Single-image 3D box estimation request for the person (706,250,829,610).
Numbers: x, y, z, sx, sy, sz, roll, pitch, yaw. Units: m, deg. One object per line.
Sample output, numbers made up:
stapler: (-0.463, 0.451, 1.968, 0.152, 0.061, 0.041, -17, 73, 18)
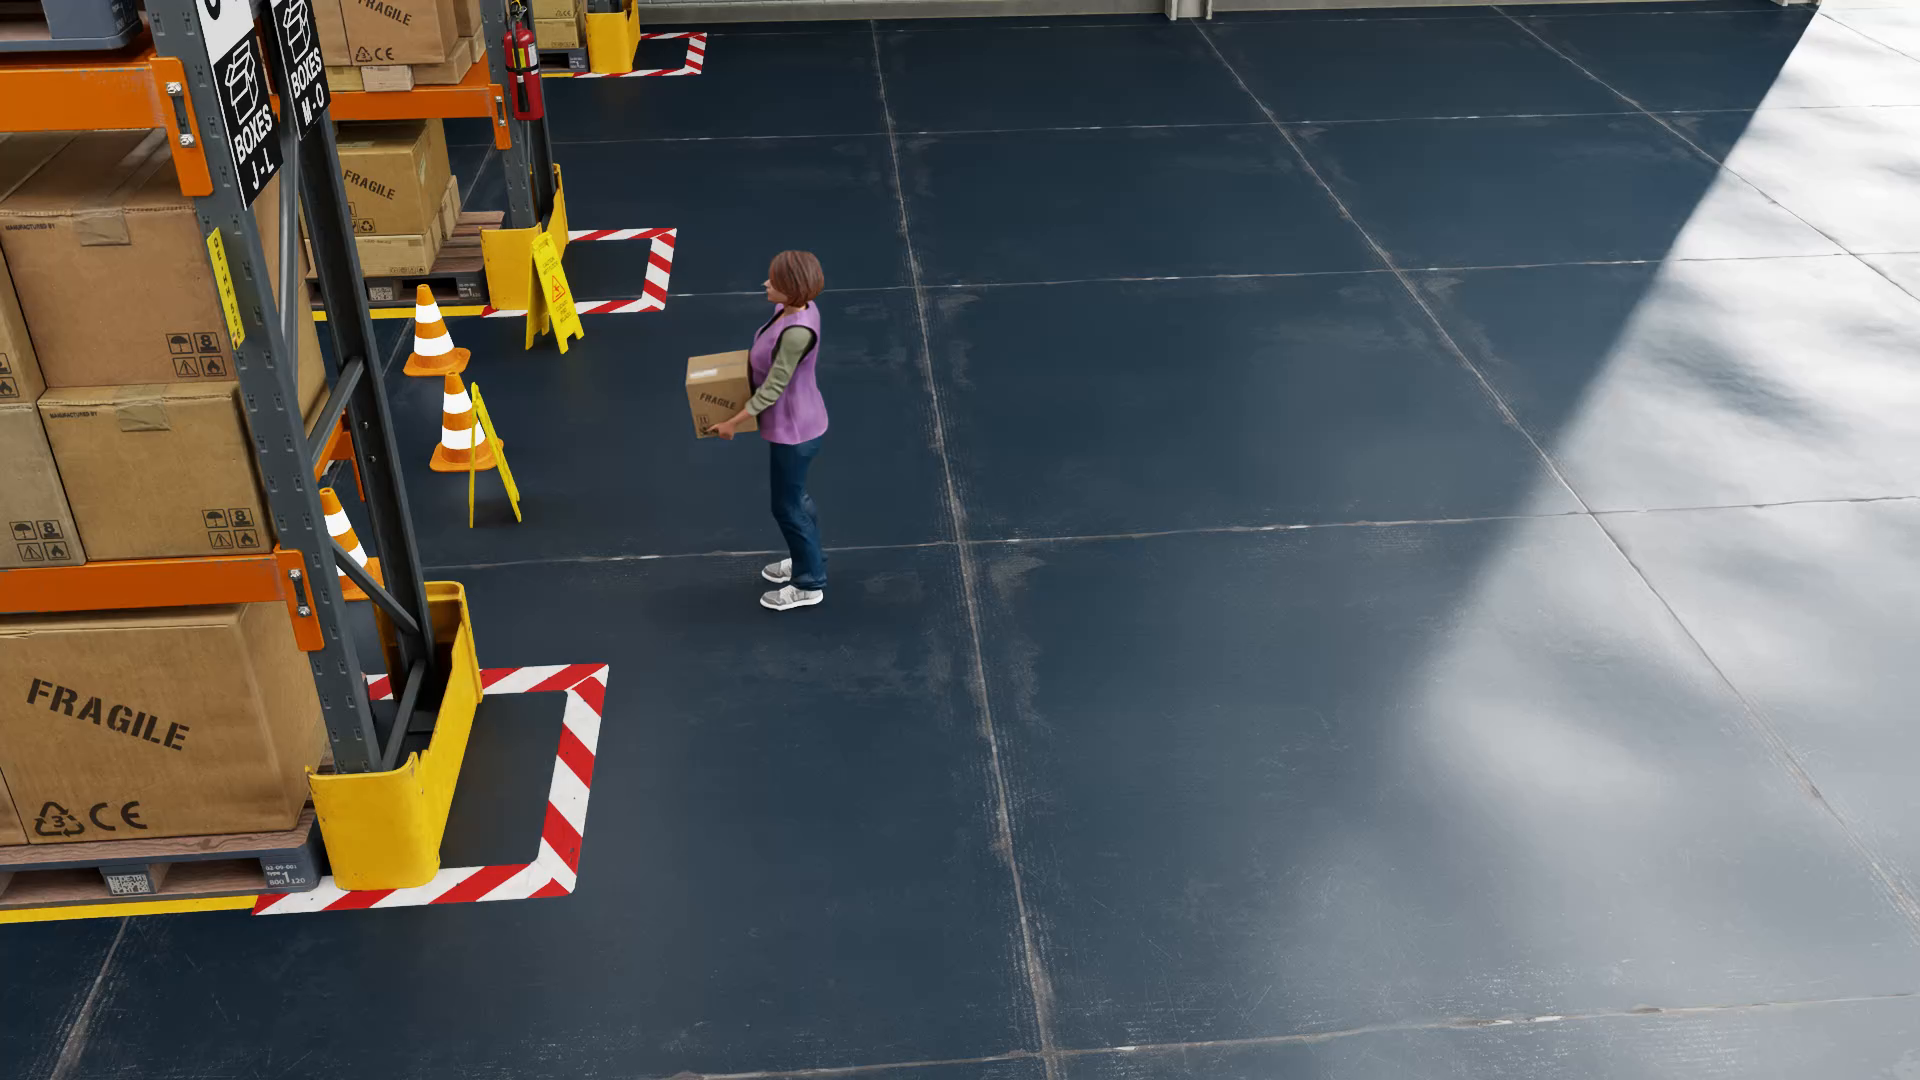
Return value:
person: (-0.786, -0.451, 6.885, 0.500, 1.589, 0.405, -2, 32, -4)
